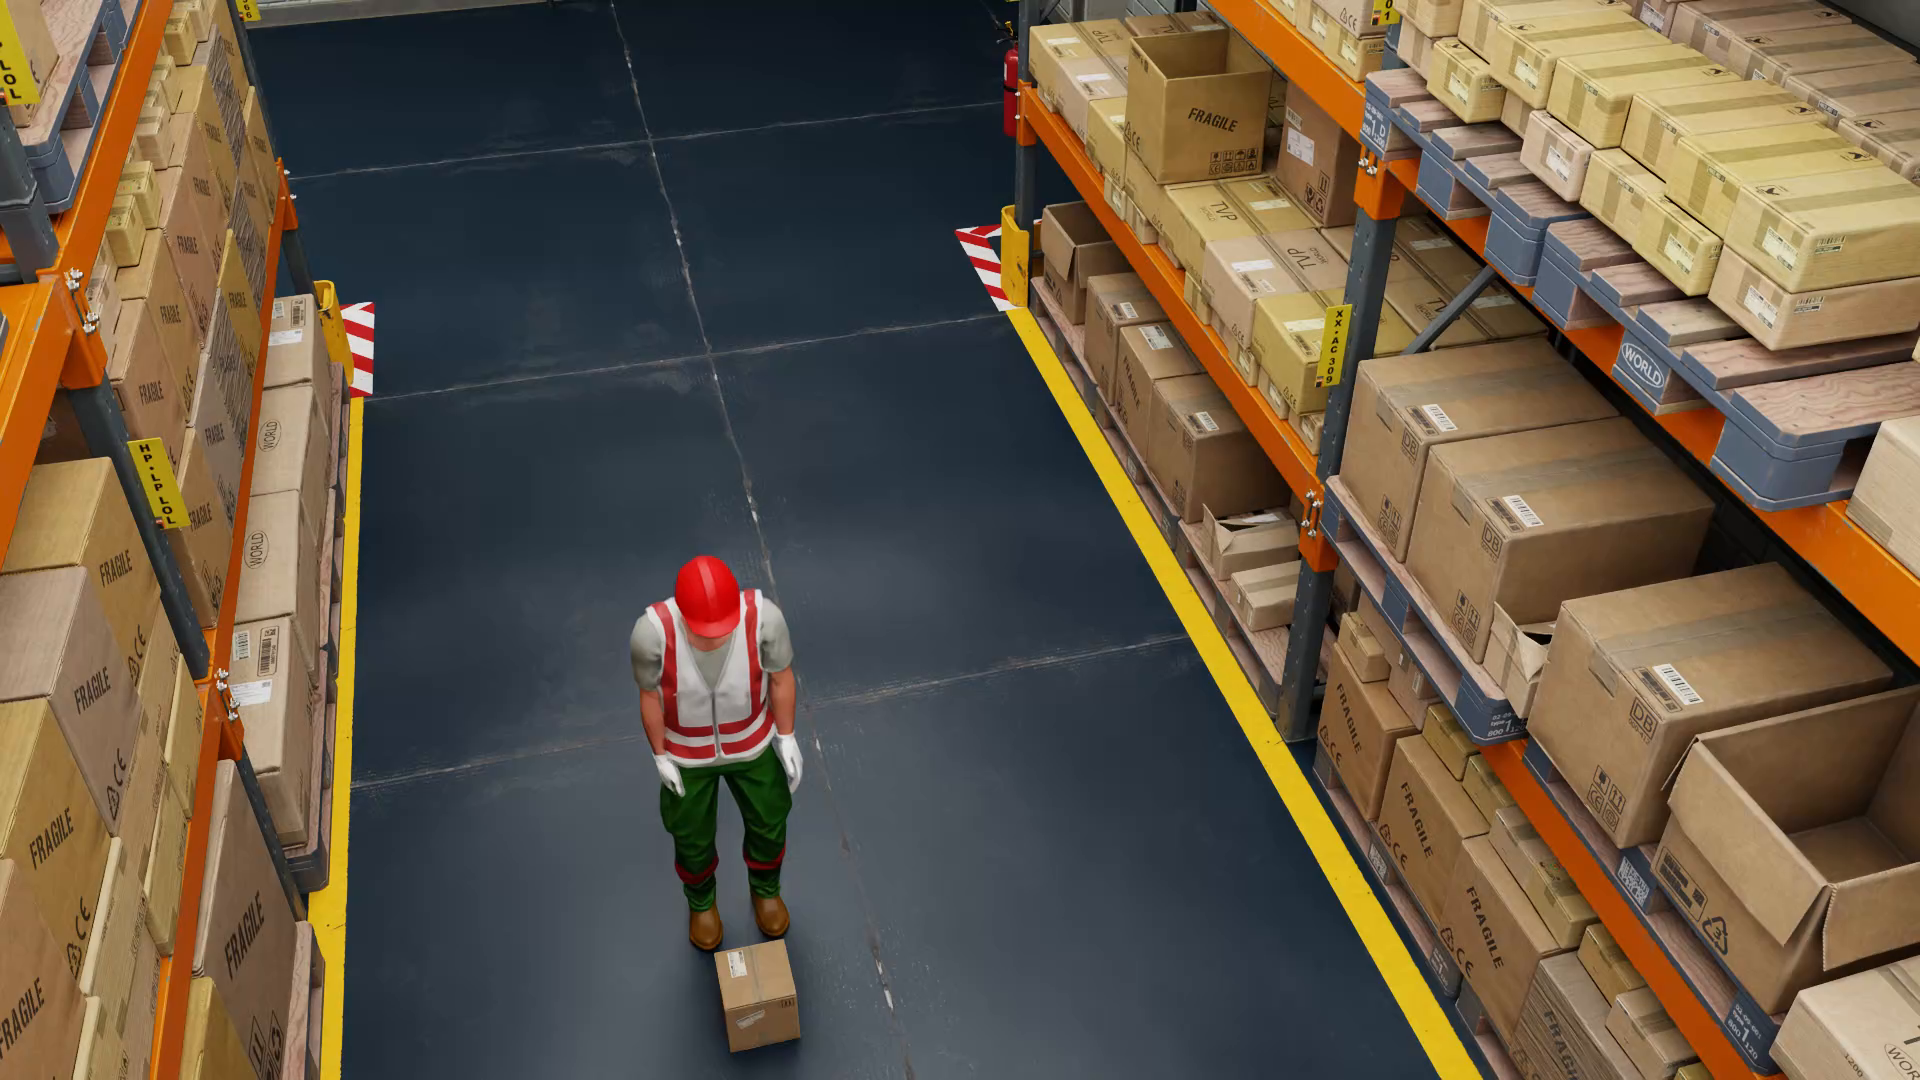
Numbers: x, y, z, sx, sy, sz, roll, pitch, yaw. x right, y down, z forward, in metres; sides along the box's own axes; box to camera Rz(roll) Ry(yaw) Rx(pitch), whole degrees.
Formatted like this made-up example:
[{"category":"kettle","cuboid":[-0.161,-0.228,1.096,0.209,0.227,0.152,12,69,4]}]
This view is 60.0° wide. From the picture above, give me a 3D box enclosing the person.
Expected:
[{"category":"person","cuboid":[-0.817,0.732,5.780,0.536,1.757,0.414,-9,39,-11]}]
